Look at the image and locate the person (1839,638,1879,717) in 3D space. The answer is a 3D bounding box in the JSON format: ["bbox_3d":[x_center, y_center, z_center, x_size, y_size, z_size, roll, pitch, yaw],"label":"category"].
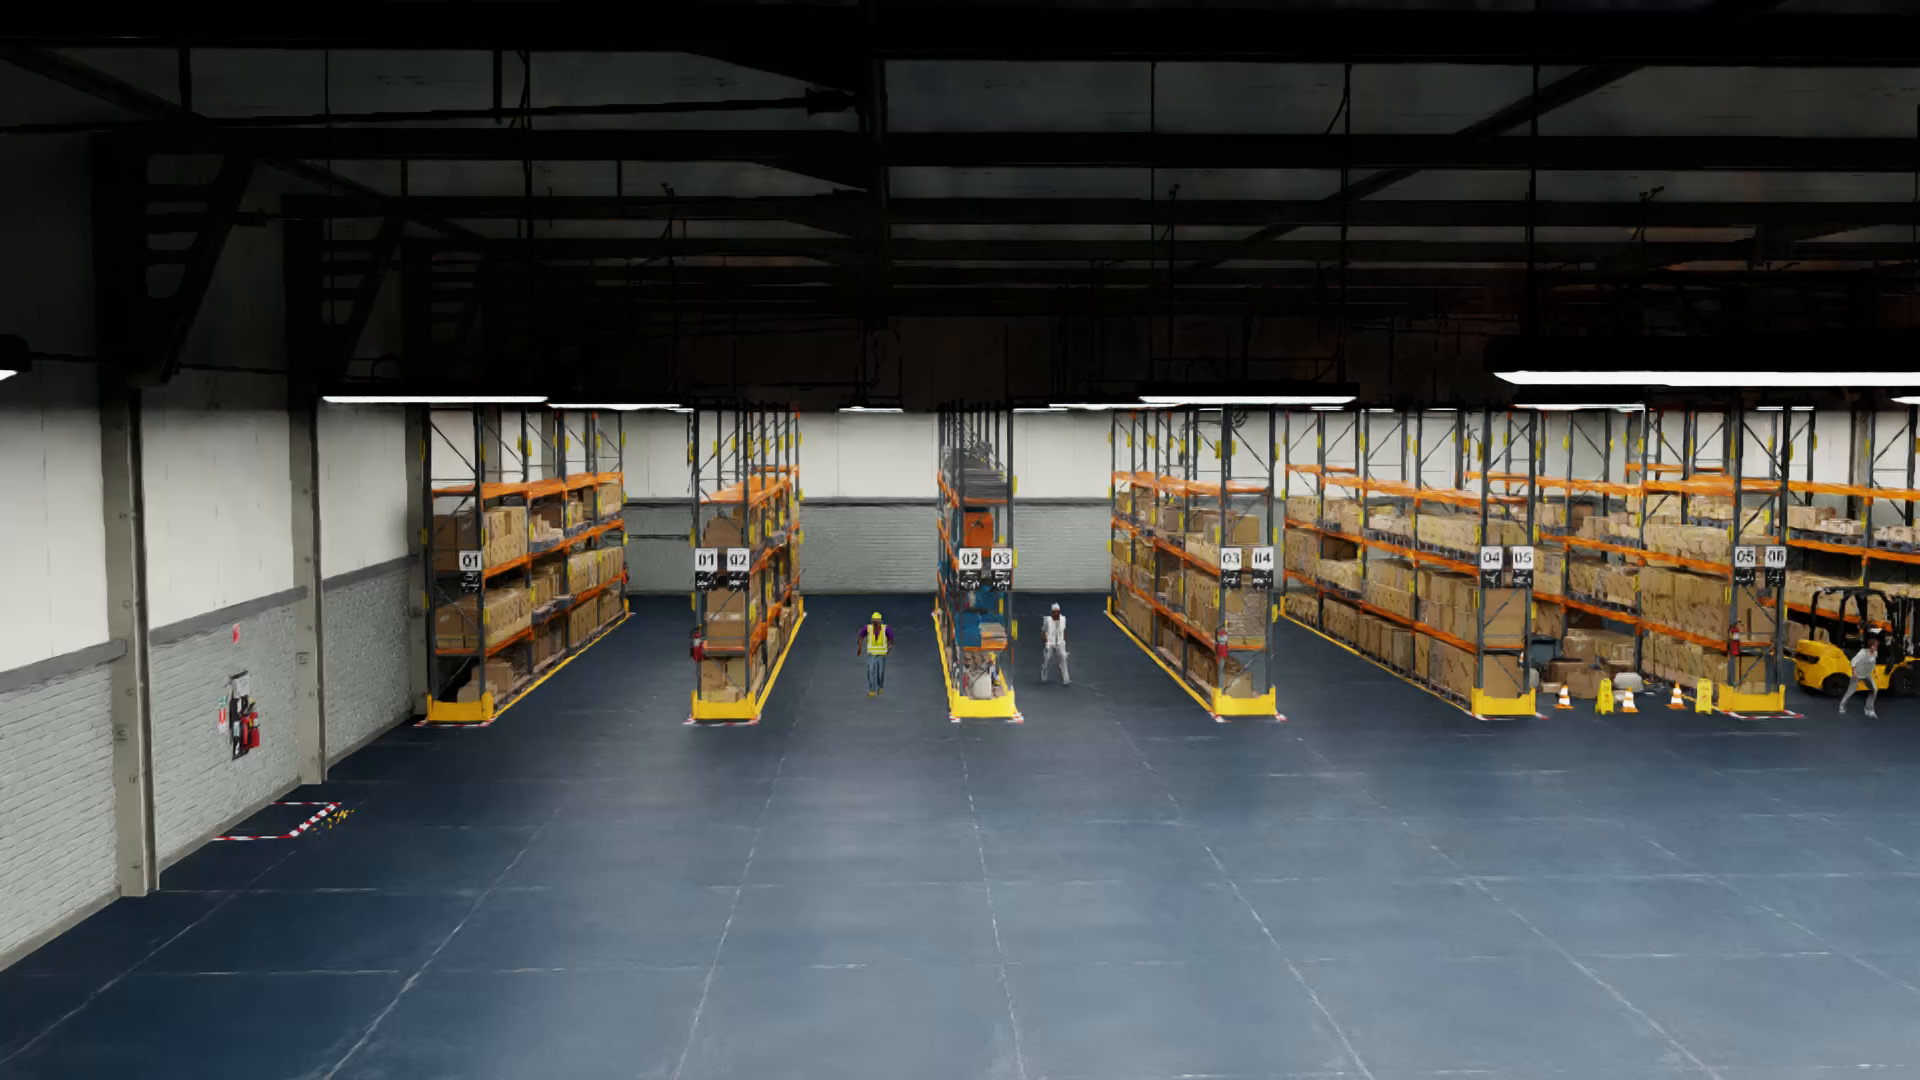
[{"bbox_3d":[17.161,2.582,31.686,0.535,1.504,0.758,-1,4,-12],"label":"person"}]

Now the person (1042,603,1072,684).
[{"bbox_3d":[2.012,2.178,35.180,0.579,1.703,1.079,-1,4,-14],"label":"person"}]

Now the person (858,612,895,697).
[{"bbox_3d":[-1.705,2.298,33.875,0.743,1.700,0.834,0,4,-7],"label":"person"}]
